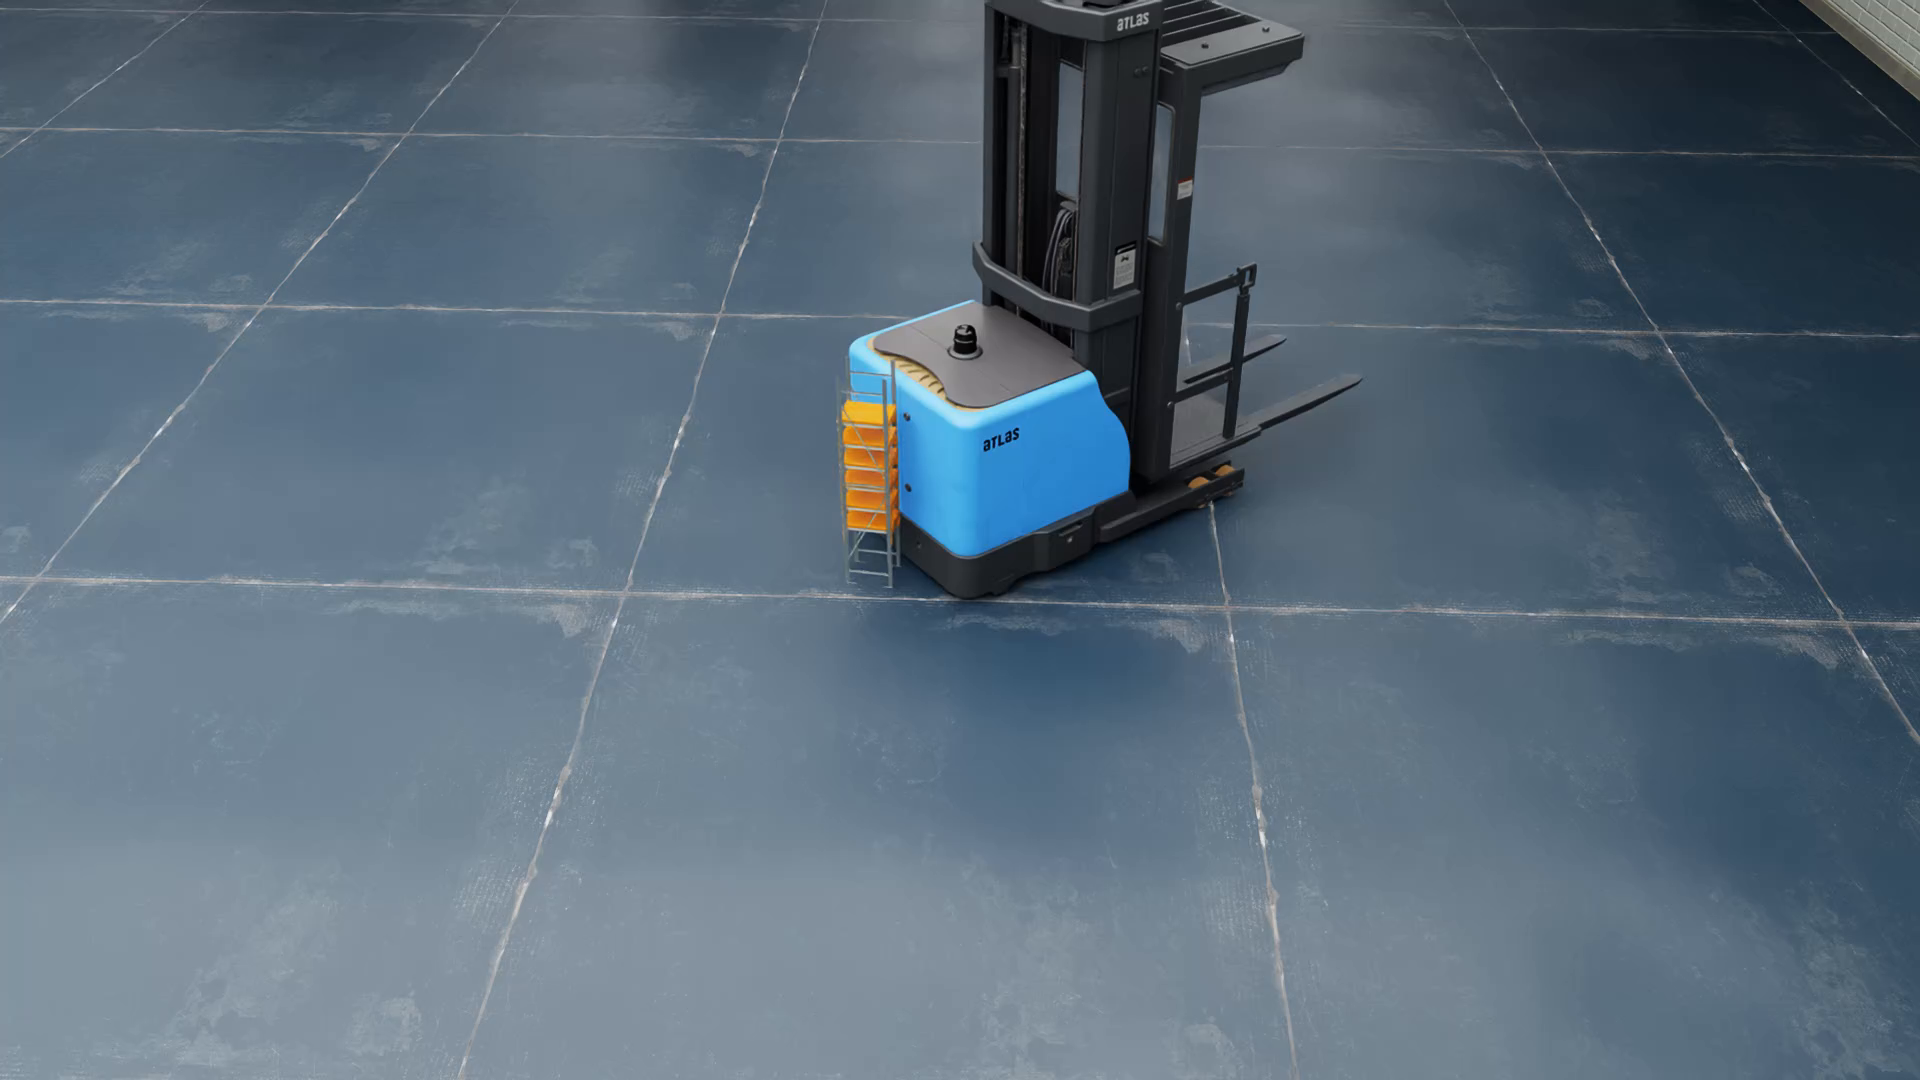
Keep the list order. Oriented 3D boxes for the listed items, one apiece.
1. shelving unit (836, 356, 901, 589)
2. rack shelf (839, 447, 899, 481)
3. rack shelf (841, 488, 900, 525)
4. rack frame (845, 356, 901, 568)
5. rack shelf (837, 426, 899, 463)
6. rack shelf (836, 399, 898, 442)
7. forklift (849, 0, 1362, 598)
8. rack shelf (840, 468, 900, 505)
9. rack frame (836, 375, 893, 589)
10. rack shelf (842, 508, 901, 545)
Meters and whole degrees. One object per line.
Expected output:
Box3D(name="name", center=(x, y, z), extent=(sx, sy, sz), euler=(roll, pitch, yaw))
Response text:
Box3D(name="shelving unit", center=(-0.440, -0.312, 8.095), extent=(0.258, 1.200, 0.189), euler=(6, 36, 9))
Box3D(name="rack shelf", center=(-0.440, -0.373, 8.052), extent=(0.258, 0.103, 0.180), euler=(6, 36, 9))
Box3D(name="rack shelf", center=(-0.439, -0.177, 8.190), extent=(0.258, 0.103, 0.180), euler=(6, 36, 9))
Box3D(name="rack frame", center=(-0.423, -0.363, 8.169), extent=(0.240, 1.200, 0.006), euler=(6, 36, 9))
Box3D(name="rack shelf", center=(-0.440, -0.472, 7.983), extent=(0.258, 0.103, 0.180), euler=(6, 36, 9))
Box3D(name="rack shelf", center=(-0.440, -0.570, 7.914), extent=(0.258, 0.103, 0.180), euler=(6, 36, 9))
Box3D(name="forklift", center=(0.922, -1.592, 8.411), extent=(3.031, 2.935, 1.130), euler=(-23, 41, -29))
Box3D(name="rack shelf", center=(-0.439, -0.275, 8.121), extent=(0.258, 0.103, 0.180), euler=(6, 36, 9))
Box3D(name="rack frame", center=(-0.456, -0.260, 8.022), extent=(0.240, 1.200, 0.006), euler=(6, 36, 9))
Box3D(name="rack shelf", center=(-0.439, -0.079, 8.259), extent=(0.258, 0.103, 0.180), euler=(6, 36, 9))
